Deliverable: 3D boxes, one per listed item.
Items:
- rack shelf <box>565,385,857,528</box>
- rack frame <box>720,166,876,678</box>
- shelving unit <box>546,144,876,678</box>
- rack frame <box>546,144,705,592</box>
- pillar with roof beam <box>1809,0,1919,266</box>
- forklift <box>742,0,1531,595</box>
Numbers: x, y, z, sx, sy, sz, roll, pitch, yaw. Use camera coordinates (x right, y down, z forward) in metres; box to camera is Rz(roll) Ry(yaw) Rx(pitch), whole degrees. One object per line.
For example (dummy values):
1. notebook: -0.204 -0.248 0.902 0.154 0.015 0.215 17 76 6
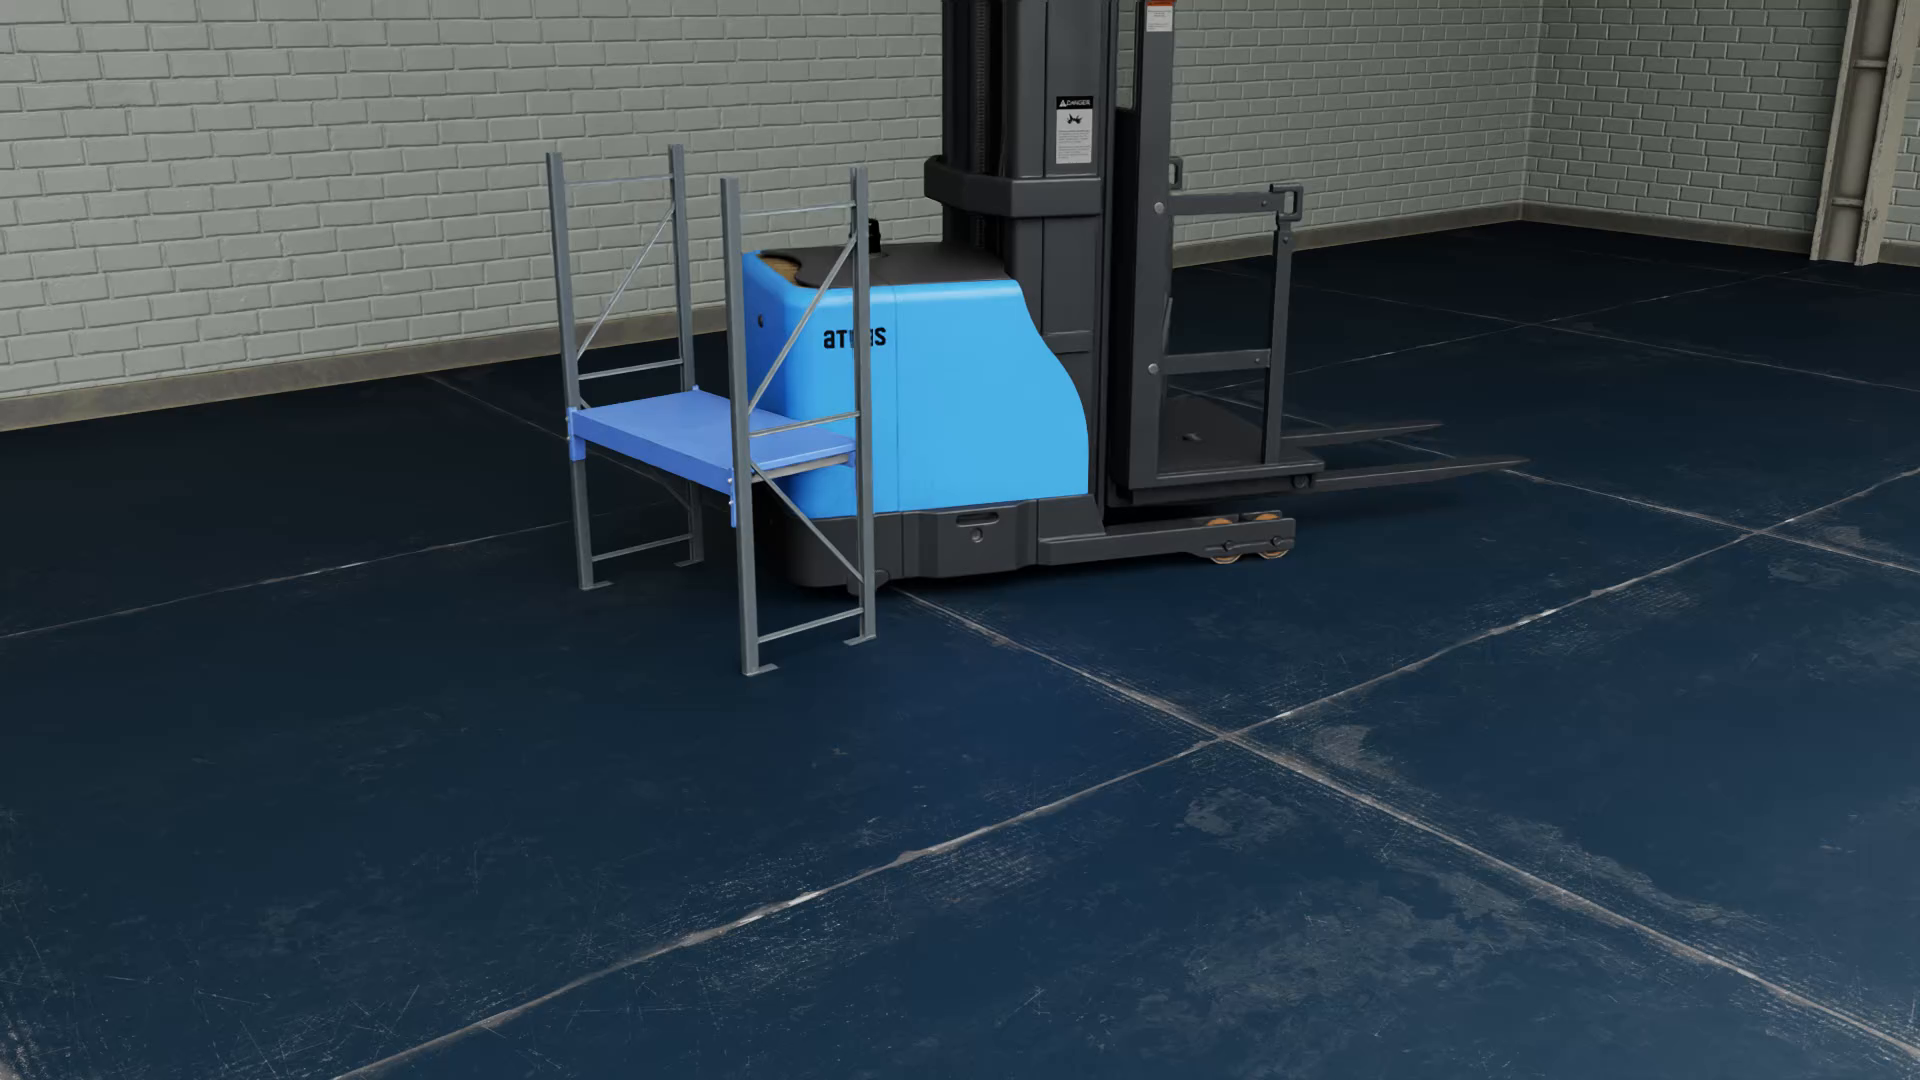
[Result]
1. rack shelf: -0.806 -0.295 5.441 0.538 0.185 1.000 -15 24 -39
2. rack frame: -0.472 -0.346 5.020 0.500 1.500 0.032 -15 24 -39
3. shelving unit: -0.806 -0.466 5.384 0.538 1.500 1.048 -15 24 -39
4. rack frame: -1.140 -0.586 5.748 0.500 1.500 0.032 -15 24 -39
5. pillar with roof beam: 3.492 -5.602 8.966 9.100 9.000 0.400 -14 23 -36
6. forklift: 0.729 -1.454 6.090 3.031 2.935 1.130 -6 19 -17
